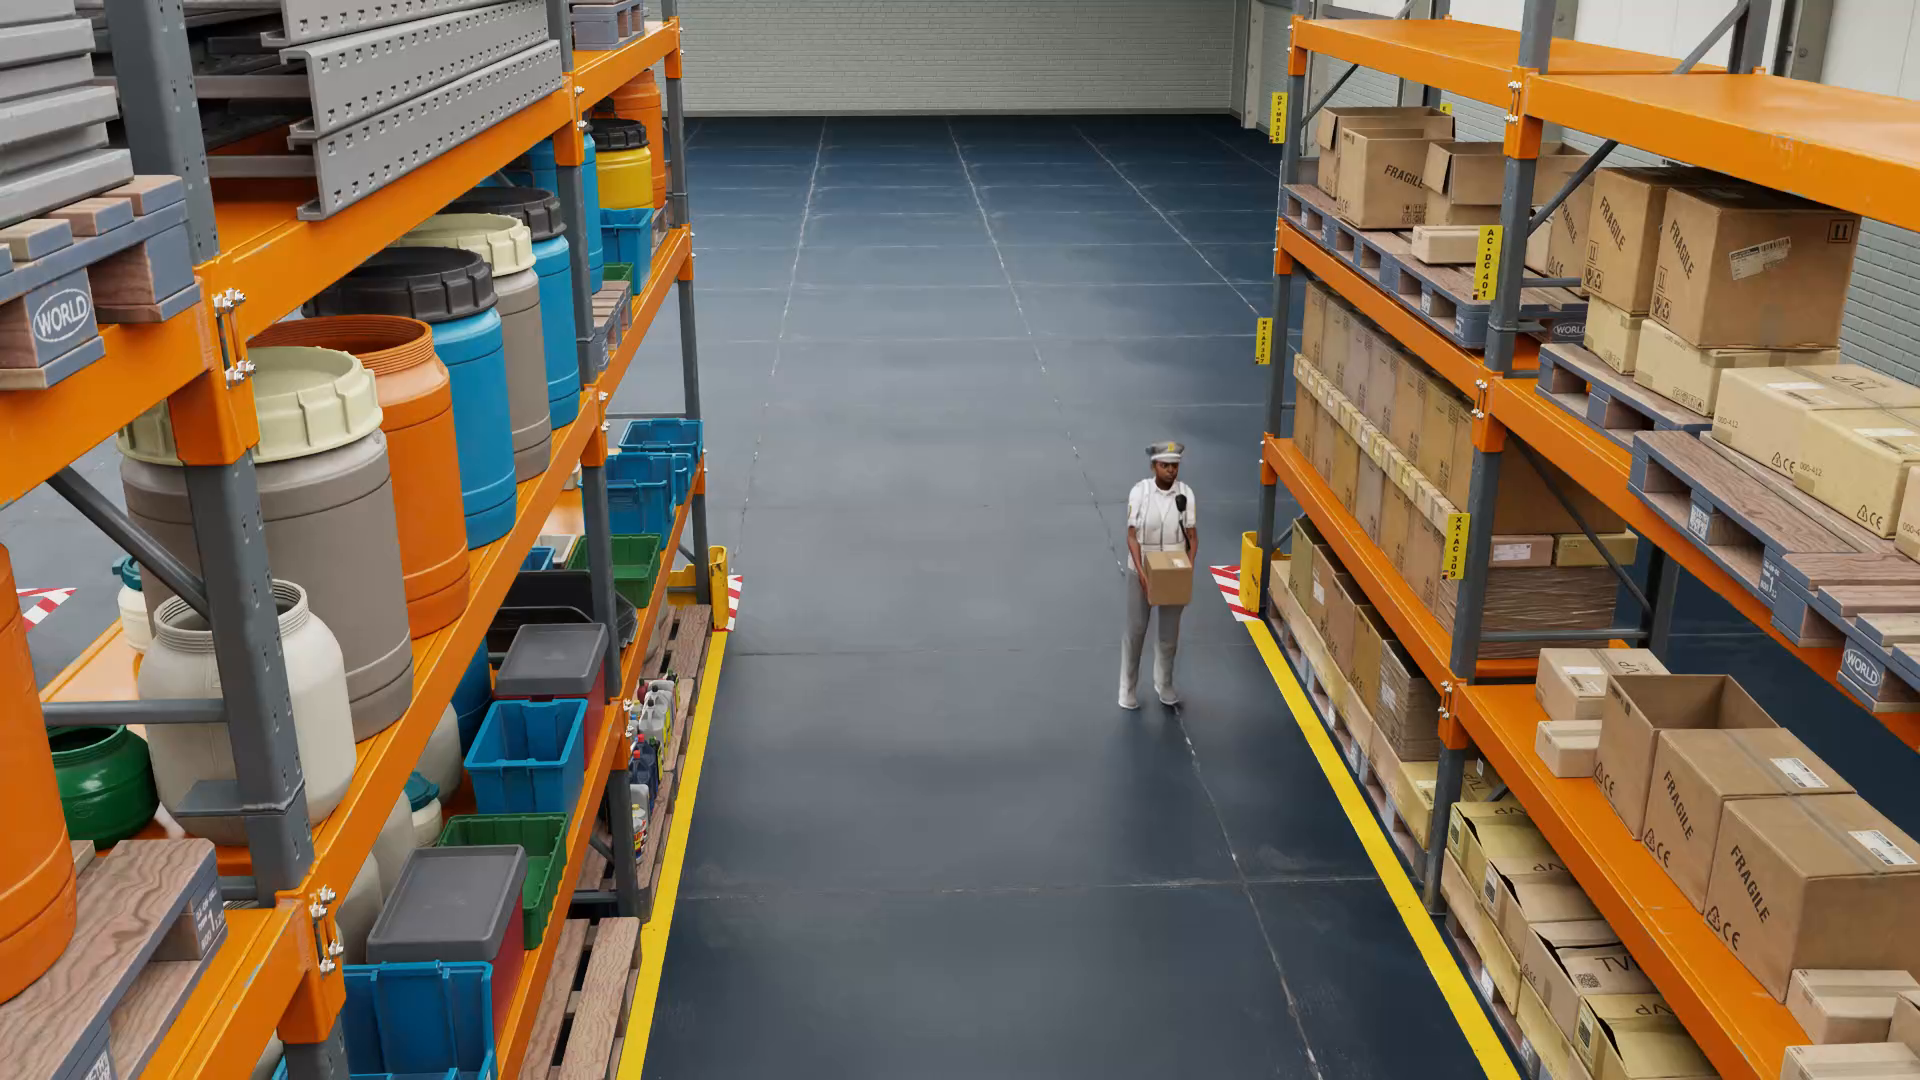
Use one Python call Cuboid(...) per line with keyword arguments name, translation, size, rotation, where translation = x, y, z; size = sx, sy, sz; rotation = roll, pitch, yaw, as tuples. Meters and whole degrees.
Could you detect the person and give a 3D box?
Cuboid(name="person", translation=(1.253, 0.214, 10.448), size=(0.488, 1.703, 0.511), rotation=(-1, 21, -3))
